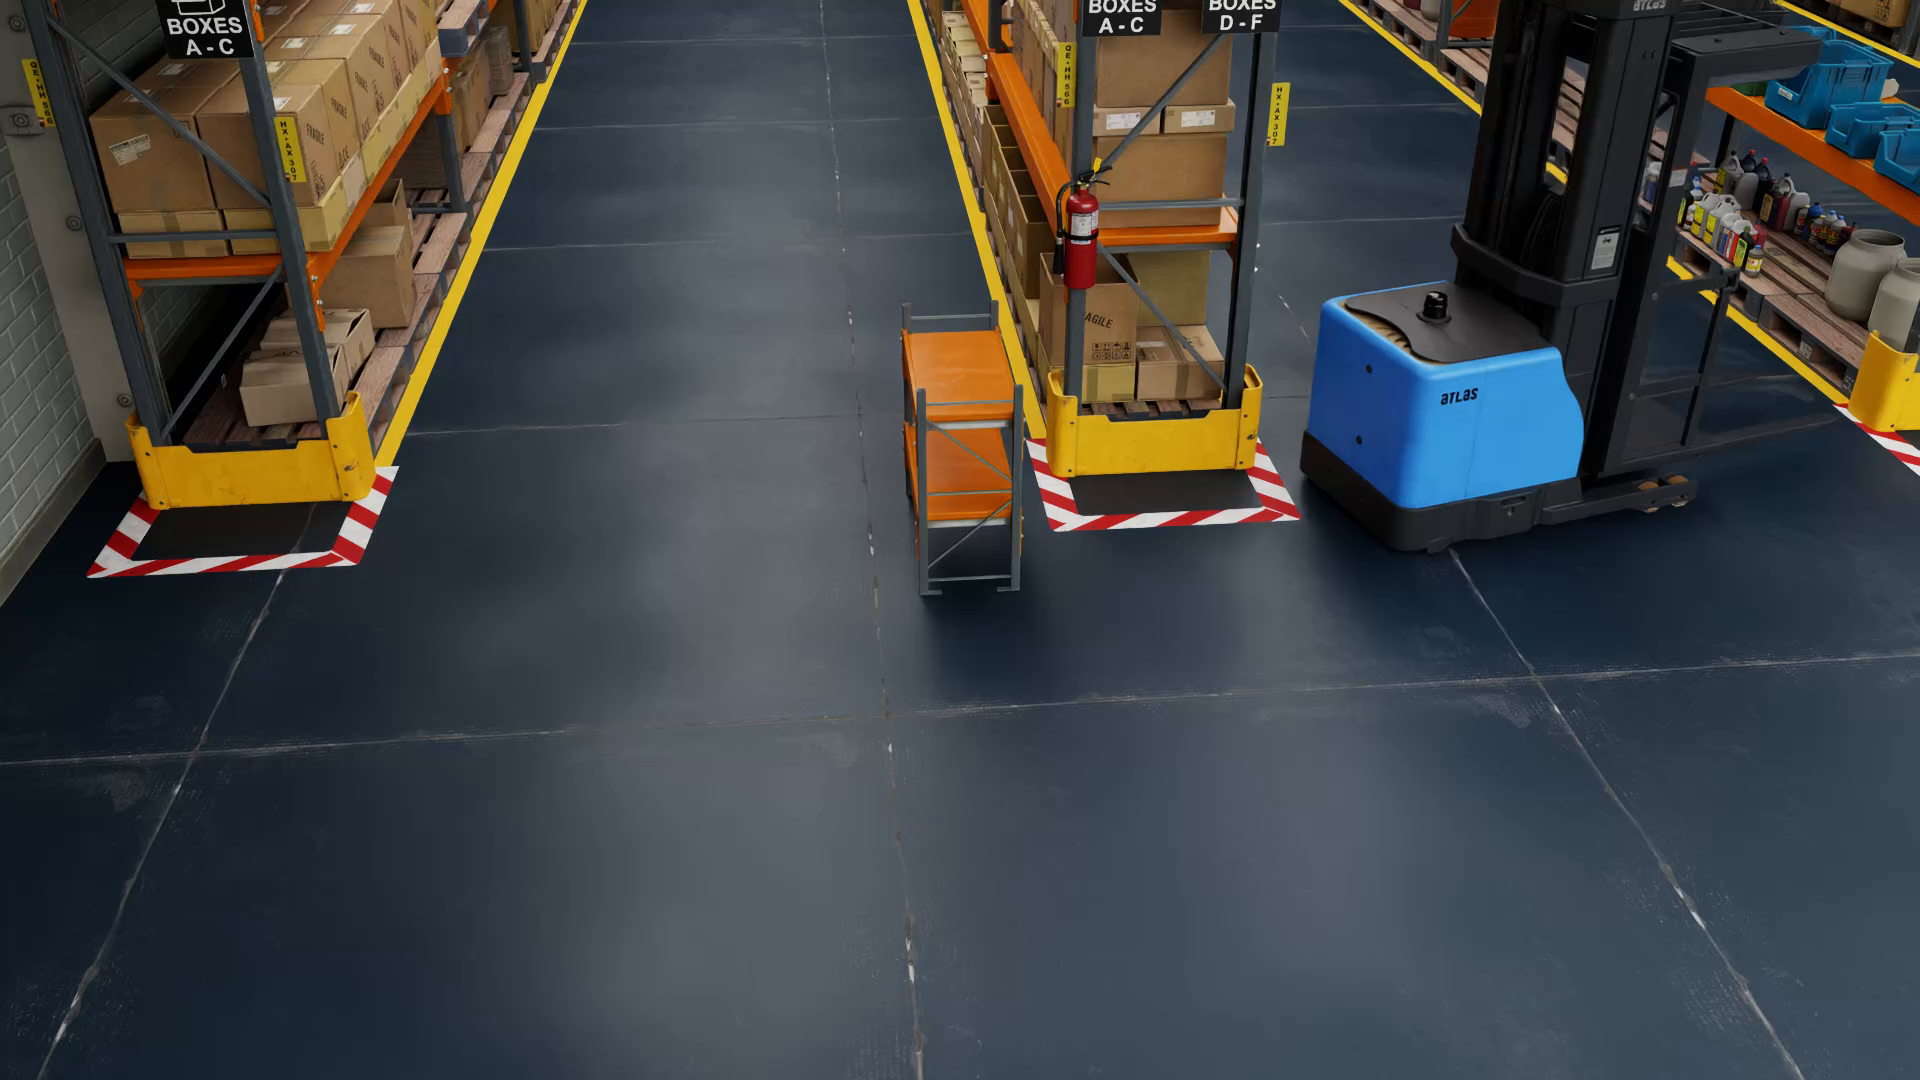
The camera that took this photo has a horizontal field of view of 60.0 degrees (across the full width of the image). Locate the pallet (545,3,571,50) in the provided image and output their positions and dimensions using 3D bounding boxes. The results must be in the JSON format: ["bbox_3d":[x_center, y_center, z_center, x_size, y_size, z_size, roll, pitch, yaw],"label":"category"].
[{"bbox_3d":[-4.705,-5.441,17.654,1.003,0.211,1.213,-3,31,-5],"label":"pallet"}]

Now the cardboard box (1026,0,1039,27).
[{"bbox_3d":[0.639,-3.461,10.889,0.380,0.149,0.250,-4,31,-6],"label":"cardboard box"}]

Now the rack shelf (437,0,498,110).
[{"bbox_3d":[-4.408,-4.281,13.693,1.077,0.370,4.000,-3,31,-5],"label":"rack shelf"}]

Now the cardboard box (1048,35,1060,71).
[{"bbox_3d":[0.736,-2.934,10.007,0.380,0.149,0.250,-2,31,-3],"label":"cardboard box"}]

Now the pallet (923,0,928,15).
[{"bbox_3d":[0.076,-6.281,19.061,1.003,0.211,1.213,-3,31,-5],"label":"pallet"}]

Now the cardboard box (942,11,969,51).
[{"bbox_3d":[0.093,-4.809,15.601,0.500,0.311,0.500,-2,31,-3],"label":"cardboard box"}]

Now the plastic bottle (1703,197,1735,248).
[{"bbox_3d":[5.379,-2.254,11.753,0.144,0.351,0.185,-2,31,-3],"label":"plastic bottle"}]

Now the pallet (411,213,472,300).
[{"bbox_3d":[-4.123,-2.030,11.943,1.003,0.211,1.213,-3,31,-5],"label":"pallet"}]

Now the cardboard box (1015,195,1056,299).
[{"bbox_3d":[0.630,-1.857,10.474,0.500,0.500,0.500,-3,31,-5],"label":"cardboard box"}]

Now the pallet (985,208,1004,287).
[{"bbox_3d":[0.743,-2.203,12.232,1.003,0.211,1.213,-3,31,-5],"label":"pallet"}]

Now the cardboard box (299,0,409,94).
[{"bbox_3d":[-3.781,-3.096,10.403,0.500,0.500,0.500,-4,31,-6],"label":"cardboard box"}]

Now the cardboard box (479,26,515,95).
[{"bbox_3d":[-4.476,-4.361,15.135,0.700,0.500,0.500,-2,31,-4],"label":"cardboard box"}]

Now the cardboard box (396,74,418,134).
[{"bbox_3d":[-3.775,-2.775,10.597,0.500,0.250,0.500,-3,31,-5],"label":"cardboard box"}]

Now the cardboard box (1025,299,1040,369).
[{"bbox_3d":[0.681,-1.280,10.239,0.500,0.250,0.500,-3,31,-5],"label":"cardboard box"}]

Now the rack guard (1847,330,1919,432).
[{"bbox_3d":[5.962,-0.964,9.877,1.175,0.500,0.348,-3,31,-5],"label":"rack guard"}]

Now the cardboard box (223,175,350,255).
[{"bbox_3d":[-3.577,-1.735,8.856,0.500,0.250,0.500,-4,31,-6],"label":"cardboard box"}]

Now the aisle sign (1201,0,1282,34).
[{"bbox_3d":[1.395,-2.863,8.082,0.394,0.787,0.004,-3,31,-5],"label":"aisle sign"}]

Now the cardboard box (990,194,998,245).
[{"bbox_3d":[0.493,-2.301,11.949,0.500,0.250,0.500,-3,31,-5],"label":"cardboard box"}]

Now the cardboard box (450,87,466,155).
[{"bbox_3d":[-4.405,-3.321,13.393,0.700,0.500,0.500,-3,31,-6],"label":"cardboard box"}]

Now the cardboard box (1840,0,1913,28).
[{"bbox_3d":[10.156,-5.944,17.439,1.225,0.875,0.875,-4,31,-7],"label":"cardboard box"}]

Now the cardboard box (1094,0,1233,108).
[{"bbox_3d":[1.048,-2.631,8.868,0.700,0.500,0.500,-3,31,-4],"label":"cardboard box"}]

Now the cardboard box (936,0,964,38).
[{"bbox_3d":[0.015,-5.432,16.927,0.500,0.500,0.500,-2,31,-3],"label":"cardboard box"}]

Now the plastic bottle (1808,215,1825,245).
[{"bbox_3d":[6.106,-2.206,11.817,0.097,0.201,0.097,0,31,0],"label":"plastic bottle"}]

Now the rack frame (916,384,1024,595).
[{"bbox_3d":[0.047,-0.227,8.033,0.500,1.125,0.032,-3,31,-5],"label":"rack frame"}]

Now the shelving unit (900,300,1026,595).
[{"bbox_3d":[-0.001,-0.486,8.467,0.538,1.125,1.048,-3,31,-5],"label":"shelving unit"}]

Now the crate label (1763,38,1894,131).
[{"bbox_3d":[5.575,-2.943,10.717,0.502,0.435,0.616,-3,31,-5],"label":"crate label"}]

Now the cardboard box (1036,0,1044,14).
[{"bbox_3d":[0.853,-3.668,10.603,0.700,0.500,0.500,-3,31,-5],"label":"cardboard box"}]

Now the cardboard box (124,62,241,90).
[{"bbox_3d":[-4.141,-2.280,9.038,0.500,0.500,0.500,-2,31,-4],"label":"cardboard box"}]

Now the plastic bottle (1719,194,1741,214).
[{"bbox_3d":[5.507,-2.337,11.965,0.152,0.276,0.135,-3,31,-5],"label":"plastic bottle"}]

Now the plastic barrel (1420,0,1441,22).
[{"bbox_3d":[5.064,-5.731,17.435,0.421,0.512,0.421,0,31,0],"label":"plastic barrel"}]

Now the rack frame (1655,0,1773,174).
[{"bbox_3d":[5.642,-4.043,12.594,1.000,3.000,0.127,-3,31,-5],"label":"rack frame"}]

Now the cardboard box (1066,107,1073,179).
[{"bbox_3d":[0.999,-2.315,9.604,0.700,0.500,0.500,-2,31,-3],"label":"cardboard box"}]

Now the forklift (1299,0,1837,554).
[{"bbox_3d":[3.467,-1.647,8.650,3.031,2.935,1.130,-11,33,-18],"label":"forklift"}]

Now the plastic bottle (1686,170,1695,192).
[{"bbox_3d":[5.322,-2.566,12.276,0.144,0.351,0.185,-4,31,-7],"label":"plastic bottle"}]

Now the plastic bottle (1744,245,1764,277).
[{"bbox_3d":[5.408,-1.905,11.314,0.097,0.201,0.097,0,31,0],"label":"plastic bottle"}]

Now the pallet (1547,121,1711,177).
[{"bbox_3d":[5.530,-3.245,13.977,1.003,0.211,1.213,-3,31,-5],"label":"pallet"}]

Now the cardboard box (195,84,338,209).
[{"bbox_3d":[-3.593,-2.051,8.653,0.500,0.500,0.500,-3,31,-5],"label":"cardboard box"}]

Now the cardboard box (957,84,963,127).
[{"bbox_3d":[0.243,-3.785,14.433,0.500,0.250,0.500,-2,31,-4],"label":"cardboard box"}]

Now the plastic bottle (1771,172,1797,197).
[{"bbox_3d":[6.038,-2.517,12.193,0.144,0.351,0.185,-3,31,-5],"label":"plastic bottle"}]

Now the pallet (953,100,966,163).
[{"bbox_3d":[0.485,-3.609,14.587,1.003,0.211,1.213,-3,31,-5],"label":"pallet"}]

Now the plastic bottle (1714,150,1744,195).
[{"bbox_3d":[5.846,-2.773,12.621,0.144,0.351,0.185,-3,31,-5],"label":"plastic bottle"}]

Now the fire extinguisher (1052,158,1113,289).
[{"bbox_3d":[0.633,-1.650,8.662,0.296,0.674,0.183,-3,31,-5],"label":"fire extinguisher"}]

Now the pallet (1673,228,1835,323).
[{"bbox_3d":[5.781,-1.877,11.686,1.003,0.211,1.213,-3,31,-5],"label":"pallet"}]

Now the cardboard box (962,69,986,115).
[{"bbox_3d":[0.288,-3.762,13.847,0.500,0.311,0.500,-3,31,-5],"label":"cardboard box"}]

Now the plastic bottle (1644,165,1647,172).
[{"bbox_3d":[5.245,-2.795,12.804,0.097,0.201,0.097,0,31,0],"label":"plastic bottle"}]

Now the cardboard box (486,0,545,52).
[{"bbox_3d":[-4.533,-5.250,16.301,0.750,0.750,0.750,-3,31,-5],"label":"cardboard box"}]

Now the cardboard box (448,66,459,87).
[{"bbox_3d":[-4.404,-3.871,13.583,0.500,0.250,0.500,-4,31,-6],"label":"cardboard box"}]

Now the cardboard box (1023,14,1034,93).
[{"bbox_3d":[0.814,-3.355,11.345,0.700,0.500,0.500,-3,31,-5],"label":"cardboard box"}]

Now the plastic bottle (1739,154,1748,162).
[{"bbox_3d":[6.016,-2.836,12.793,0.061,0.283,0.133,-1,31,-2],"label":"plastic bottle"}]

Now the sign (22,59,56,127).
[{"bbox_3d":[-4.402,-2.143,7.975,0.100,0.325,0.005,-3,31,-5],"label":"sign"}]

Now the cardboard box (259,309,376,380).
[{"bbox_3d":[-3.876,-1.209,10.043,0.500,0.311,0.500,0,31,0],"label":"cardboard box"}]

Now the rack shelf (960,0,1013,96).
[{"bbox_3d":[0.523,-4.520,14.094,1.077,0.370,4.000,-3,31,-5],"label":"rack shelf"}]

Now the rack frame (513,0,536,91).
[{"bbox_3d":[-4.595,-5.611,15.218,1.000,3.000,0.127,-3,31,-5],"label":"rack frame"}]

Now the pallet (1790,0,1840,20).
[{"bbox_3d":[10.090,-6.153,18.845,1.003,0.211,1.213,-3,31,-5],"label":"pallet"}]

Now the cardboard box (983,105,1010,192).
[{"bbox_3d":[0.442,-2.878,12.183,0.500,0.500,0.500,-3,31,-5],"label":"cardboard box"}]
